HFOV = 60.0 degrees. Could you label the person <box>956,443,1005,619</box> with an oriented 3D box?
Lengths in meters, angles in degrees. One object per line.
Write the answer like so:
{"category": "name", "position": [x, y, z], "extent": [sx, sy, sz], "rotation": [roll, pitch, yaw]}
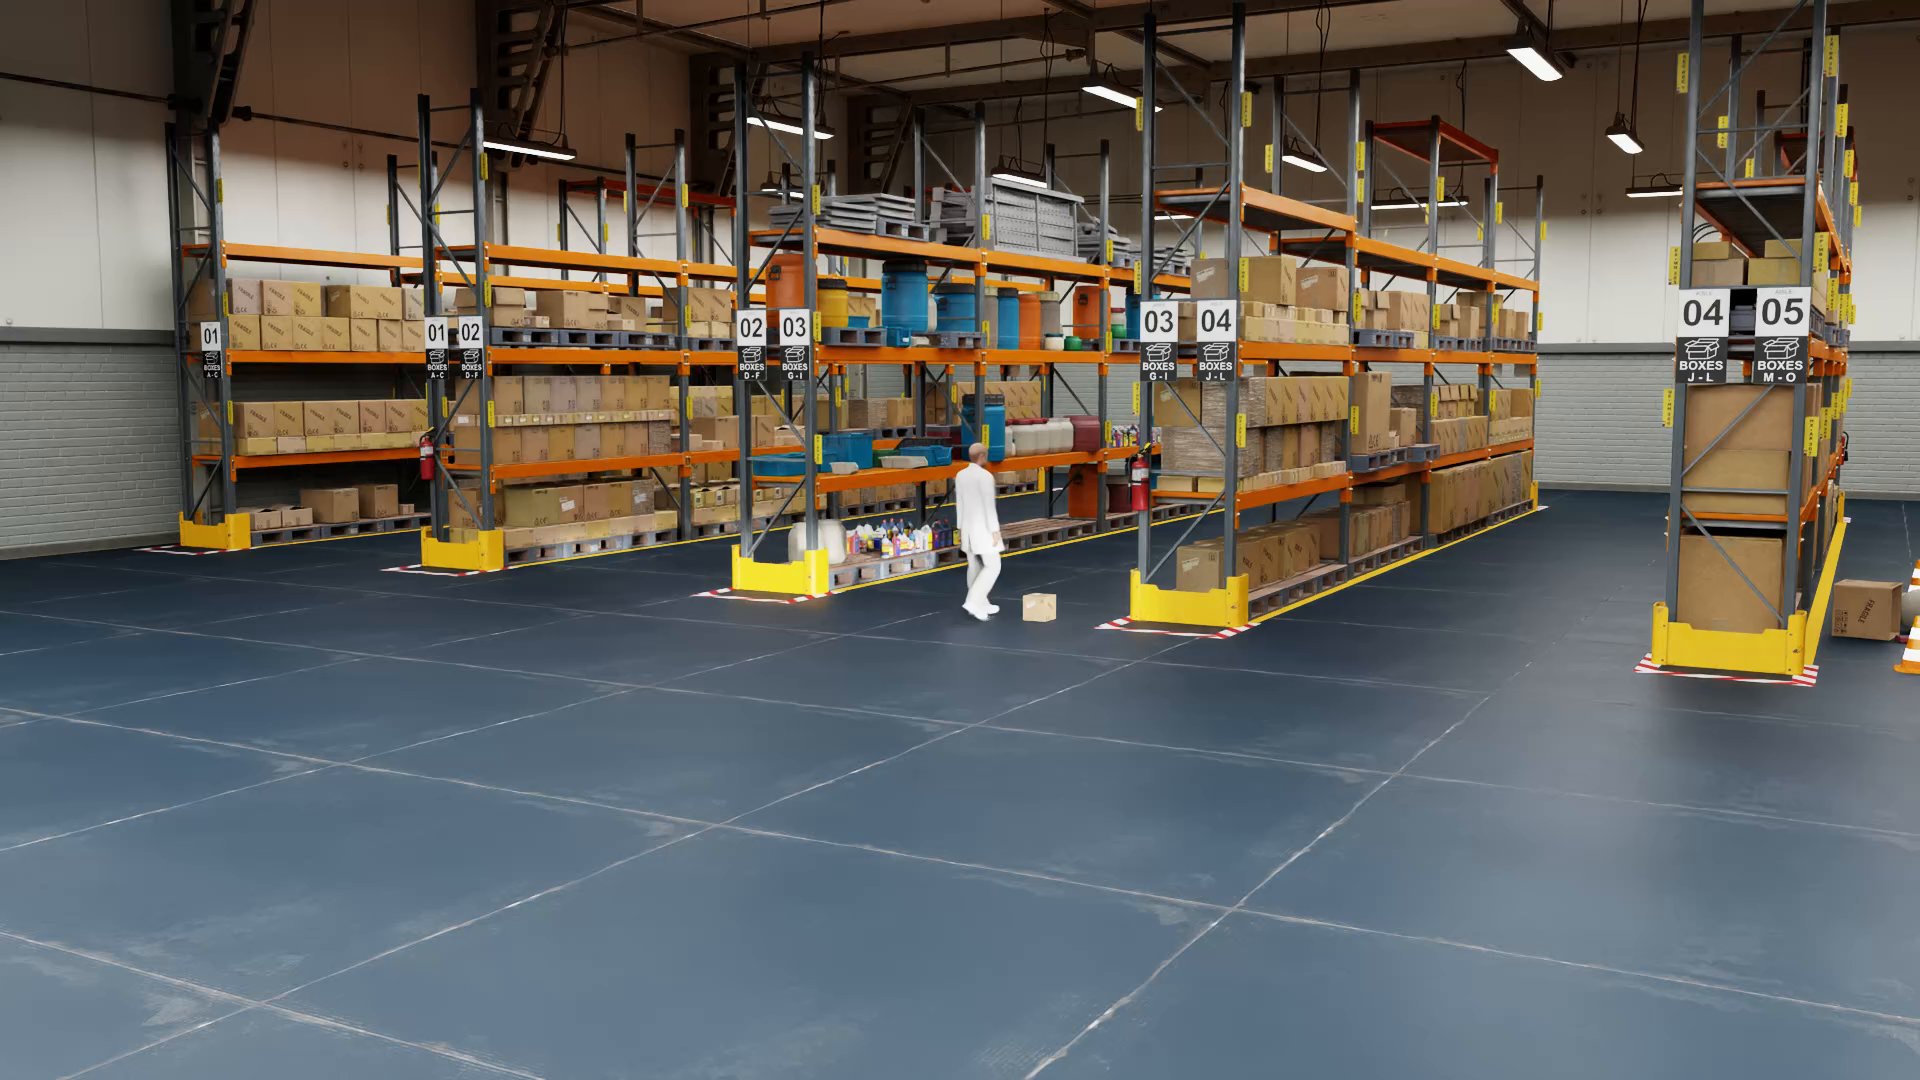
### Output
{"category": "person", "position": [0.205, -0.095, 16.897], "extent": [0.647, 1.785, 0.629], "rotation": [-4, 7, -36]}
